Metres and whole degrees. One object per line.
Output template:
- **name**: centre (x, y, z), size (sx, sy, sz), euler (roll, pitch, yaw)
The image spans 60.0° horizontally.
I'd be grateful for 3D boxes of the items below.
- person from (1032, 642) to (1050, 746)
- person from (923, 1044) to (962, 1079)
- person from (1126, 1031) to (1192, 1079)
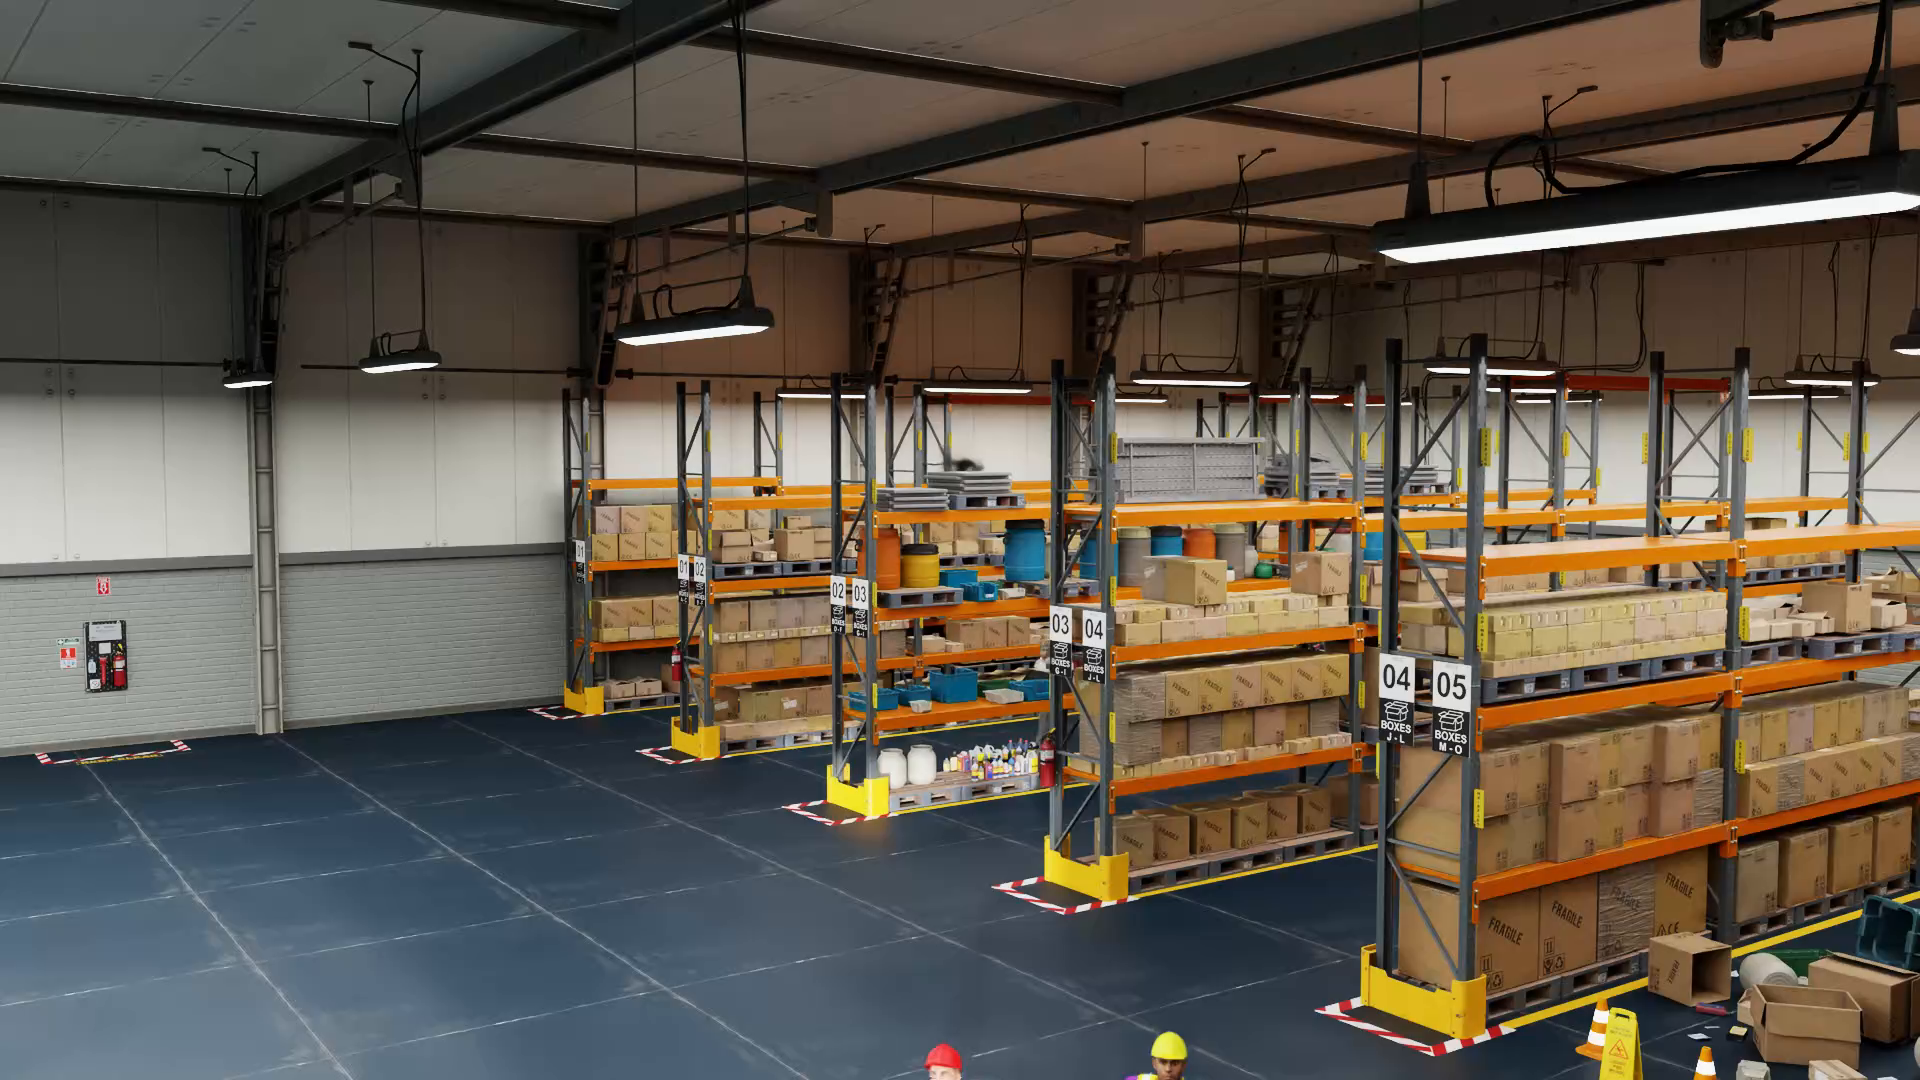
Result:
- **person**: centre (1.445, 2.531, 27.478), size (0.866, 1.722, 0.629), euler (-3, 5, -42)
- **person**: centre (-0.064, 3.692, 9.208), size (0.661, 1.812, 0.756), euler (1, 4, 15)
- **person**: centre (1.169, 3.684, 9.387), size (0.675, 1.830, 0.722), euler (1, 4, 9)
